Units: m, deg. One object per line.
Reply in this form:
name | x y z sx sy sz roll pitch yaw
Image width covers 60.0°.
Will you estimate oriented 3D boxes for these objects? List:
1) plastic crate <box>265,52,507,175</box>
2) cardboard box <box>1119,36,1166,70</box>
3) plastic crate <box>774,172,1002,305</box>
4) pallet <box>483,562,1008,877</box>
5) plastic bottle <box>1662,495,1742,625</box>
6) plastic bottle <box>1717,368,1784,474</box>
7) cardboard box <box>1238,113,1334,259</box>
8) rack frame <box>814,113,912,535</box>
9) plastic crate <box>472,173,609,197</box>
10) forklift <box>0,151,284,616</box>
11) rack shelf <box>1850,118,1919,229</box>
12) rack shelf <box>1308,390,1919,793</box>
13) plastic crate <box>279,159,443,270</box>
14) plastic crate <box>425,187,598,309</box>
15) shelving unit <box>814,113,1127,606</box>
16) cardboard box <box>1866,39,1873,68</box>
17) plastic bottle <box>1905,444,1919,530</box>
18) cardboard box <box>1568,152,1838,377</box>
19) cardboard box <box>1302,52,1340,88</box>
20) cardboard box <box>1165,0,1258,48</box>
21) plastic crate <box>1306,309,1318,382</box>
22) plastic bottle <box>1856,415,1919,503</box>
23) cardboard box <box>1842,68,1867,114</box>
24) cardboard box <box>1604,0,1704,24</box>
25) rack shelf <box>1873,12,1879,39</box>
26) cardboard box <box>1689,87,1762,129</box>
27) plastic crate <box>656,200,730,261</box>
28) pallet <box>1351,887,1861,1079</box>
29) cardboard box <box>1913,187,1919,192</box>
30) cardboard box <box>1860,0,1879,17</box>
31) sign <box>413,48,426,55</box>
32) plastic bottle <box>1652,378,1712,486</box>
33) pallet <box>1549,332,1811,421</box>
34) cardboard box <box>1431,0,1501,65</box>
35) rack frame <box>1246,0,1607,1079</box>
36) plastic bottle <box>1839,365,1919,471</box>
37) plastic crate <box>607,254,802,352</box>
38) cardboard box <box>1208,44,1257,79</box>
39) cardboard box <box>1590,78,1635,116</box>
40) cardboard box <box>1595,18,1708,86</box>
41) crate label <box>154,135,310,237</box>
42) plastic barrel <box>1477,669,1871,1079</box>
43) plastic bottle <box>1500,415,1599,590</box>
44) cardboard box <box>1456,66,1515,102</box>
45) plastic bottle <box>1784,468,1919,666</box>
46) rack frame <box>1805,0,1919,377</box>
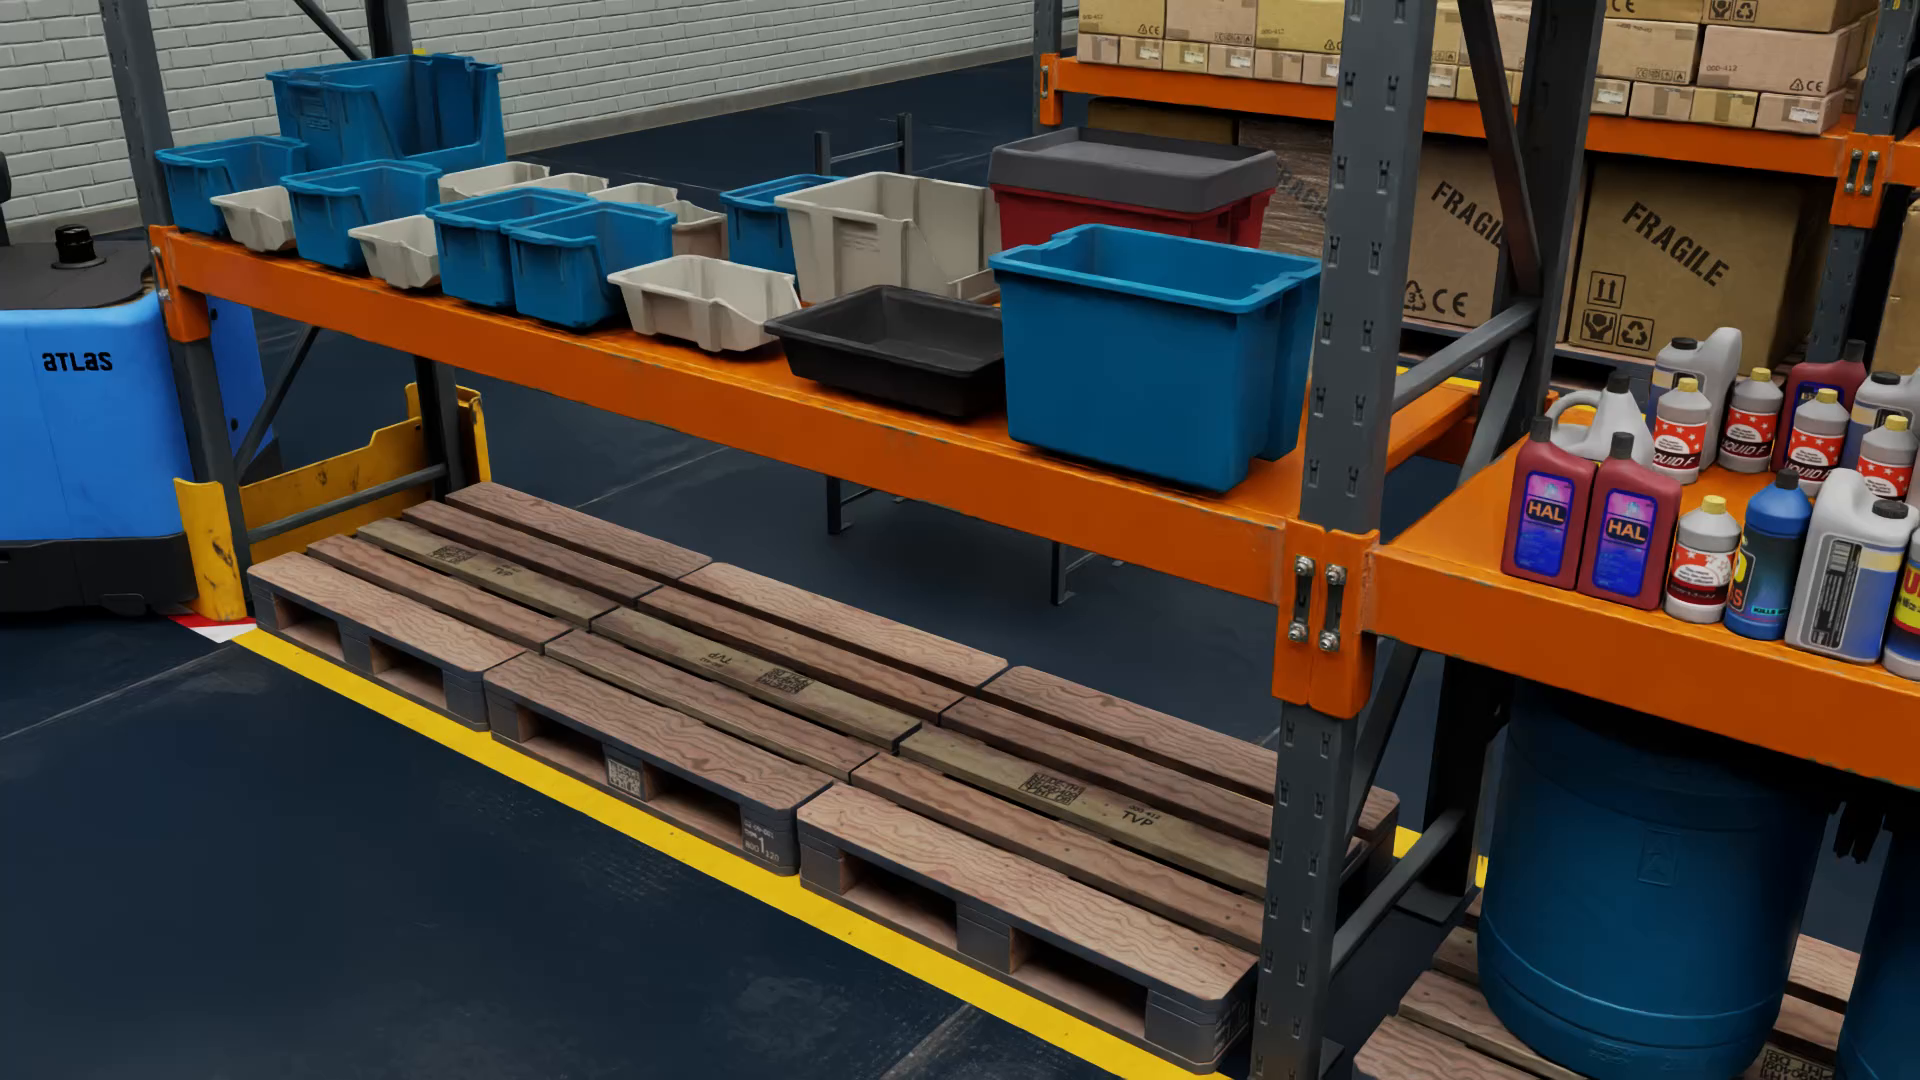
plastic crate | -1.854 -1.335 5.442 0.499 0.435 0.616 17 29 33
cardboard box | 1.029 -2.541 8.609 0.250 0.149 0.380 16 29 33
plastic crate | -0.144 -0.747 4.297 0.530 0.282 0.437 17 29 33
pallet | -0.625 0.471 4.919 1.213 0.211 1.003 17 29 33
plastic bottle | 1.215 0.027 2.716 0.097 0.201 0.097 0 24 0
plastic bottle | 1.586 -0.244 3.329 0.097 0.201 0.097 0 24 0
cardboard box | 2.025 -1.781 8.686 0.875 0.875 0.875 17 29 33
rack frame | -0.338 -0.789 6.180 0.032 1.500 0.500 17 29 33
plastic crate | -1.249 -1.005 5.064 0.243 0.136 0.396 17 29 33
forklift | -4.098 -1.236 5.420 3.031 2.935 1.130 -1 24 -3
rack shelf | 5.538 -1.130 5.987 4.000 0.370 1.077 17 29 33
rack shelf | 2.568 0.468 2.360 4.000 0.370 1.077 17 29 33
plastic crate | -1.707 -0.938 4.792 0.300 0.233 0.416 17 29 33
plastic crate | -1.180 -0.779 4.430 0.300 0.233 0.416 17 29 33
shelving unit | 0.068 -0.666 5.901 1.048 1.500 0.538 17 29 33
cardboard box | 8.726 -4.563 15.542 0.875 0.438 0.875 16 28 32
plastic bottle | 1.812 -0.159 2.952 0.185 0.351 0.144 17 29 33
cardboard box | 3.458 -1.348 7.704 0.875 0.875 0.875 17 29 33
cardboard box | 1.853 -2.293 8.045 0.250 0.149 0.380 16 29 33
cardboard box | 1.379 -2.651 8.363 0.500 0.250 0.500 16 29 33
plastic crate | 0.680 -0.410 3.714 0.243 0.136 0.396 17 29 33
plastic bottle | 1.709 -0.130 3.071 0.097 0.201 0.097 0 24 0
cardboard box | 3.900 -2.007 7.396 0.250 0.149 0.380 17 29 33
cardboard box | 3.011 -2.501 7.093 0.500 0.500 0.500 17 29 34
rack shelf | 5.393 -3.673 11.759 4.000 0.370 1.077 17 29 33
cardboard box | 3.291 -1.858 7.059 0.250 0.149 0.380 17 29 34
plastic crate | -0.764 -0.880 4.780 0.250 0.136 0.298 17 29 33
pallet | 1.560 1.131 3.421 1.213 0.211 1.003 17 29 33
cardboard box | 6.475 -2.391 10.972 0.250 0.149 0.380 17 29 34
cardboard box | 3.708 -2.552 7.208 0.500 0.500 0.500 17 29 33
sign | -1.917 -1.568 5.887 0.005 0.325 0.100 17 29 33
plastic bottle | 1.416 -0.218 3.271 0.097 0.201 0.097 0 24 0
pallet | 3.376 -0.876 7.976 1.213 0.211 1.003 17 29 33
cardboard box | 2.200 -2.404 7.802 0.500 0.250 0.500 16 28 32
rack frame | 0.967 -0.345 3.312 0.127 3.000 1.000 17 29 33
plastic bottle | 1.769 -0.209 3.157 0.135 0.276 0.152 17 29 33
plastic crate | -0.607 -0.576 4.089 0.466 0.136 0.293 17 29 33
cardboard box | 1.444 -2.417 8.327 0.250 0.149 0.380 16 29 33
cardboard box | 2.880 -1.982 7.341 0.250 0.149 0.380 17 29 34
cardboard box | 3.011 -2.157 7.242 0.500 0.250 0.500 18 29 35
crate label | -2.233 -1.097 5.153 0.303 0.233 0.416 17 29 33
plastic barrel | 1.392 0.560 3.340 0.708 0.901 0.600 17 29 33
plastic bottle | 1.005 -0.065 2.822 0.133 0.283 0.061 17 29 33
cardboard box | 2.469 -2.107 7.622 0.250 0.149 0.380 16 29 32
plastic bottle | 1.402 0.035 2.604 0.135 0.276 0.152 17 29 33
rack frame | 3.938 -1.943 6.939 0.127 3.000 1.000 17 29 33
